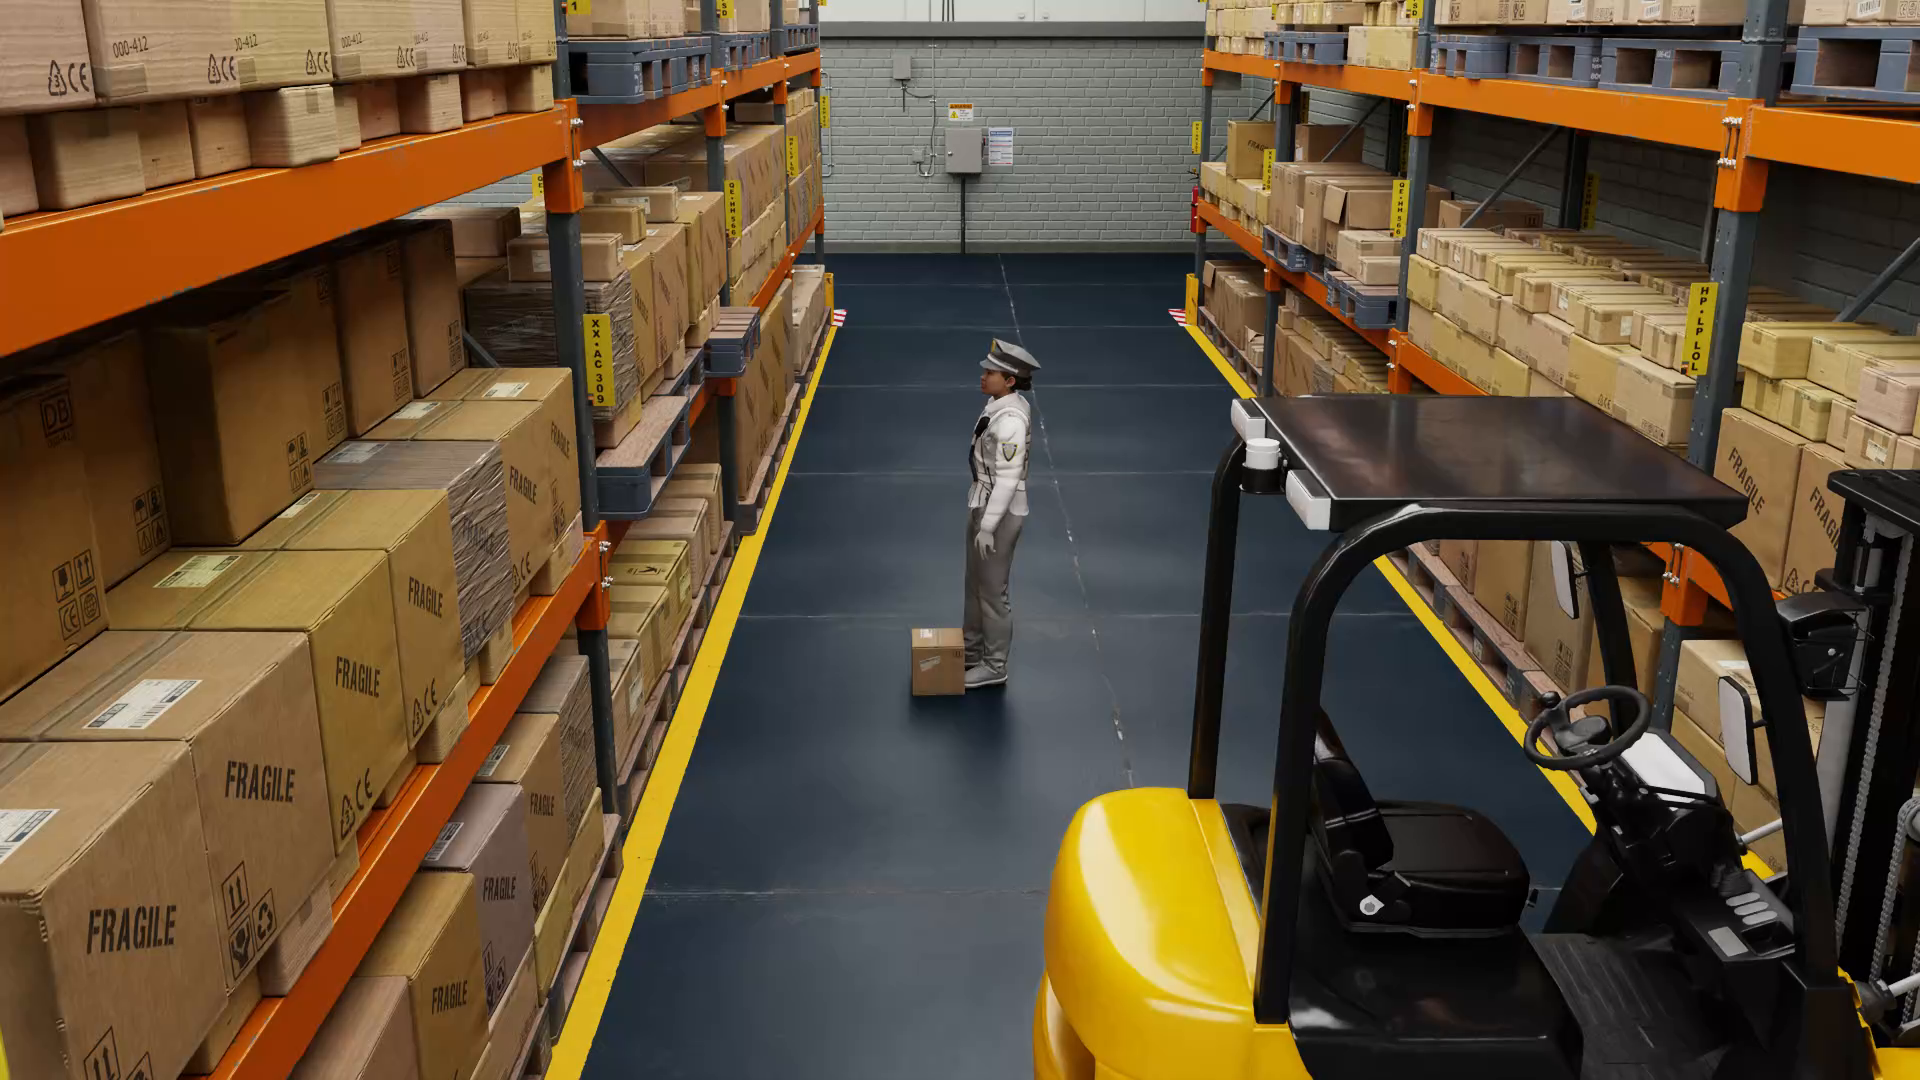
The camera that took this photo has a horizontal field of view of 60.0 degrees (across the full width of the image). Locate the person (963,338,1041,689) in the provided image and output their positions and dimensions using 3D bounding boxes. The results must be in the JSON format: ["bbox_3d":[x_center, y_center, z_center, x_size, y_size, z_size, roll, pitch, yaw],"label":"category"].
[{"bbox_3d":[0.100,-0.119,7.844,0.533,1.697,0.588,0,17,-1],"label":"person"}]
